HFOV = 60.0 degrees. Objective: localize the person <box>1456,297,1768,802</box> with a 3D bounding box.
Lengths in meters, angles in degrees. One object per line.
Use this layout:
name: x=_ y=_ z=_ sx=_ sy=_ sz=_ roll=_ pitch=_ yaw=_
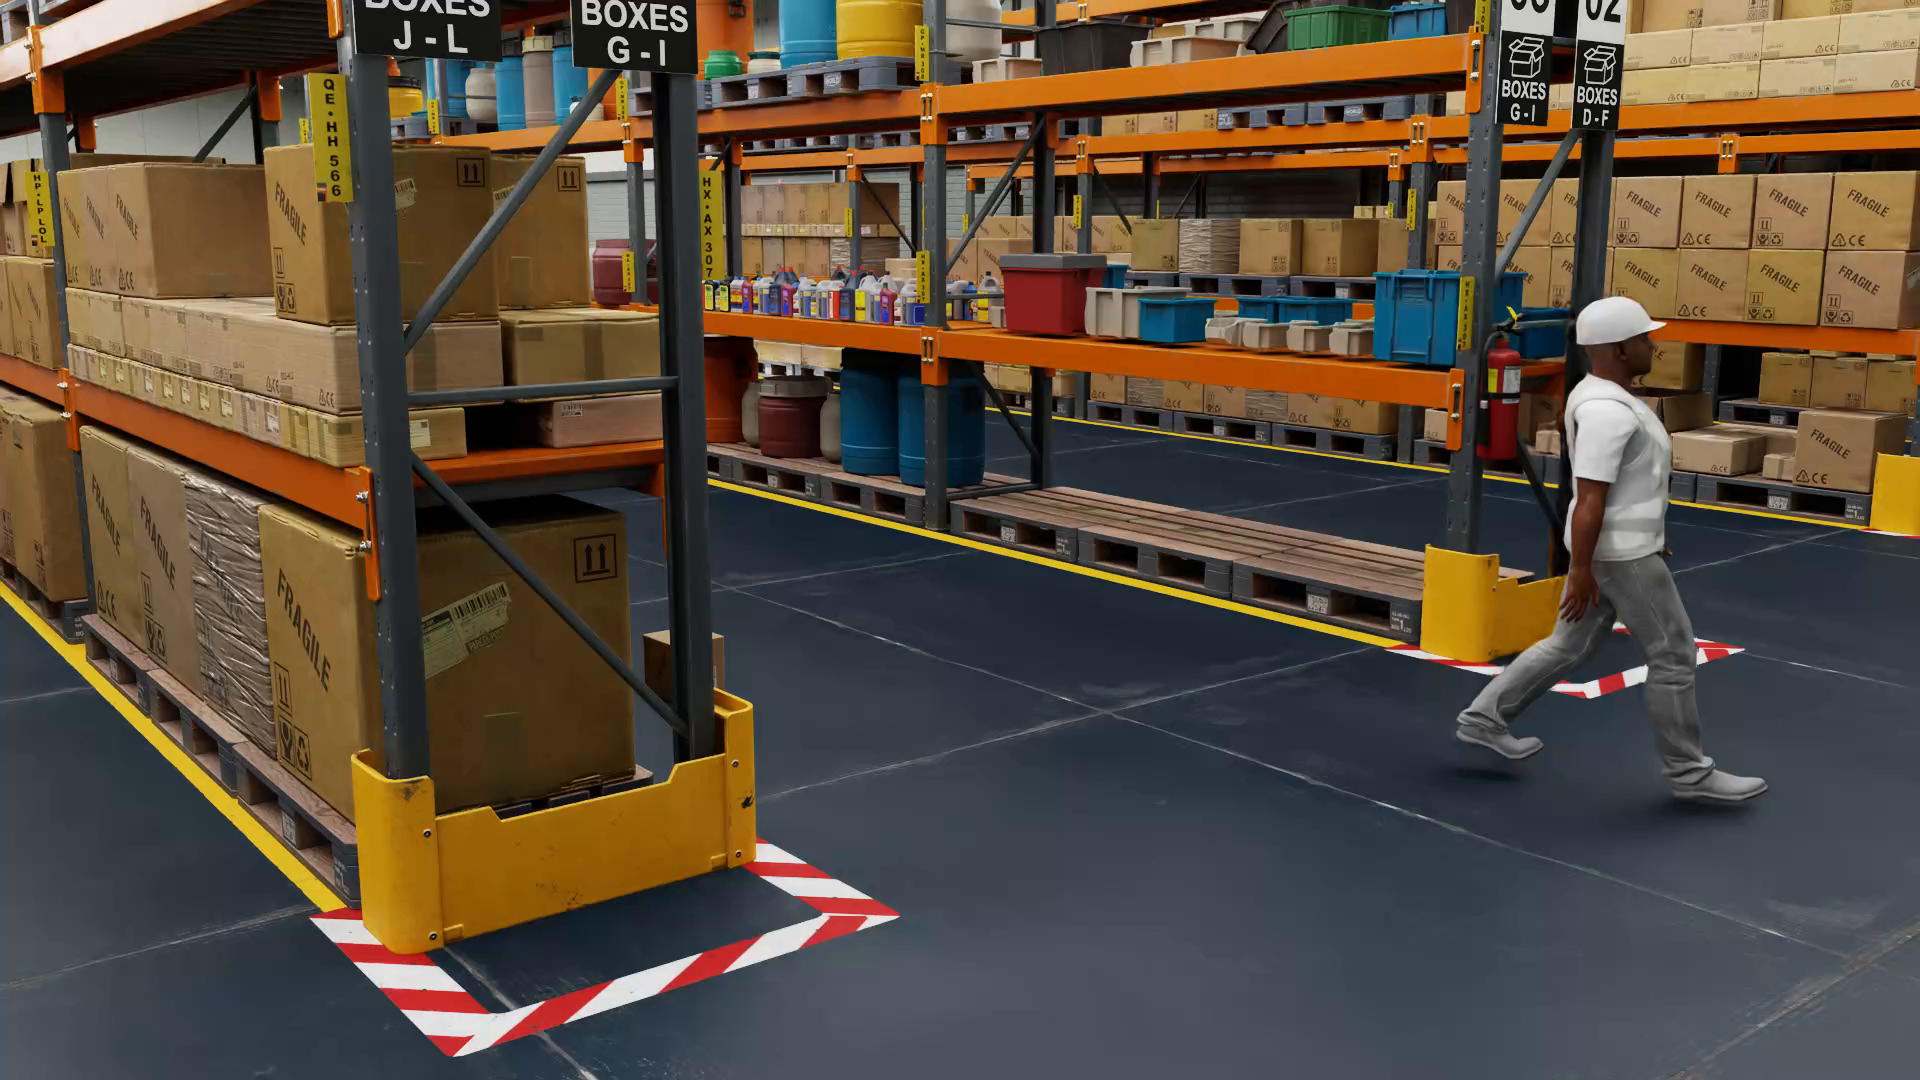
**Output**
person: x=2.295 y=0.027 z=5.770 sx=1.019 sy=1.726 sz=0.601 roll=3 pitch=11 yaw=14
